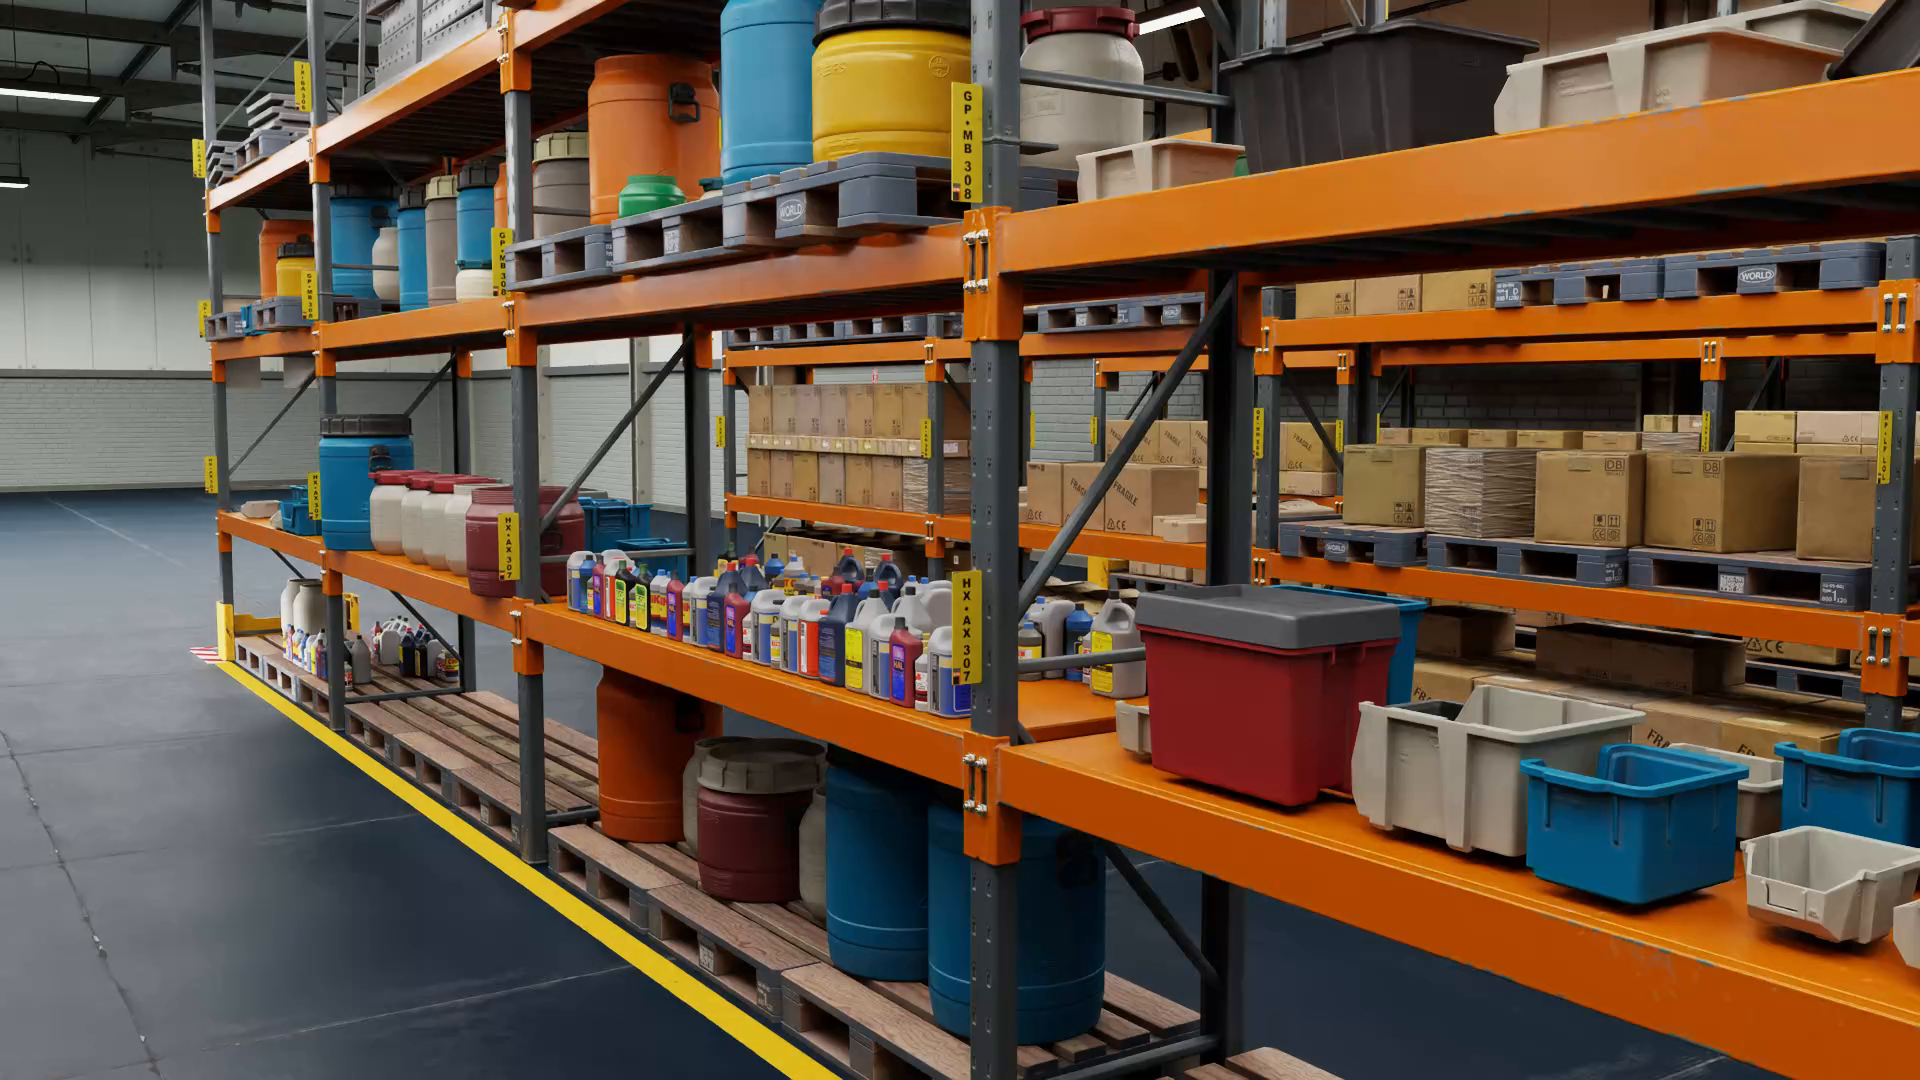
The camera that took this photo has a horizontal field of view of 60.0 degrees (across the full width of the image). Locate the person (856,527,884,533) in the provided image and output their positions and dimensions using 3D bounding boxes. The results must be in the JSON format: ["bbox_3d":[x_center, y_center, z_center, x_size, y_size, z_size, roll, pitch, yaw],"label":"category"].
[{"bbox_3d":[-1.063,-0.075,18.914,0.466,1.761,0.481,3,5,28],"label":"person"}]
